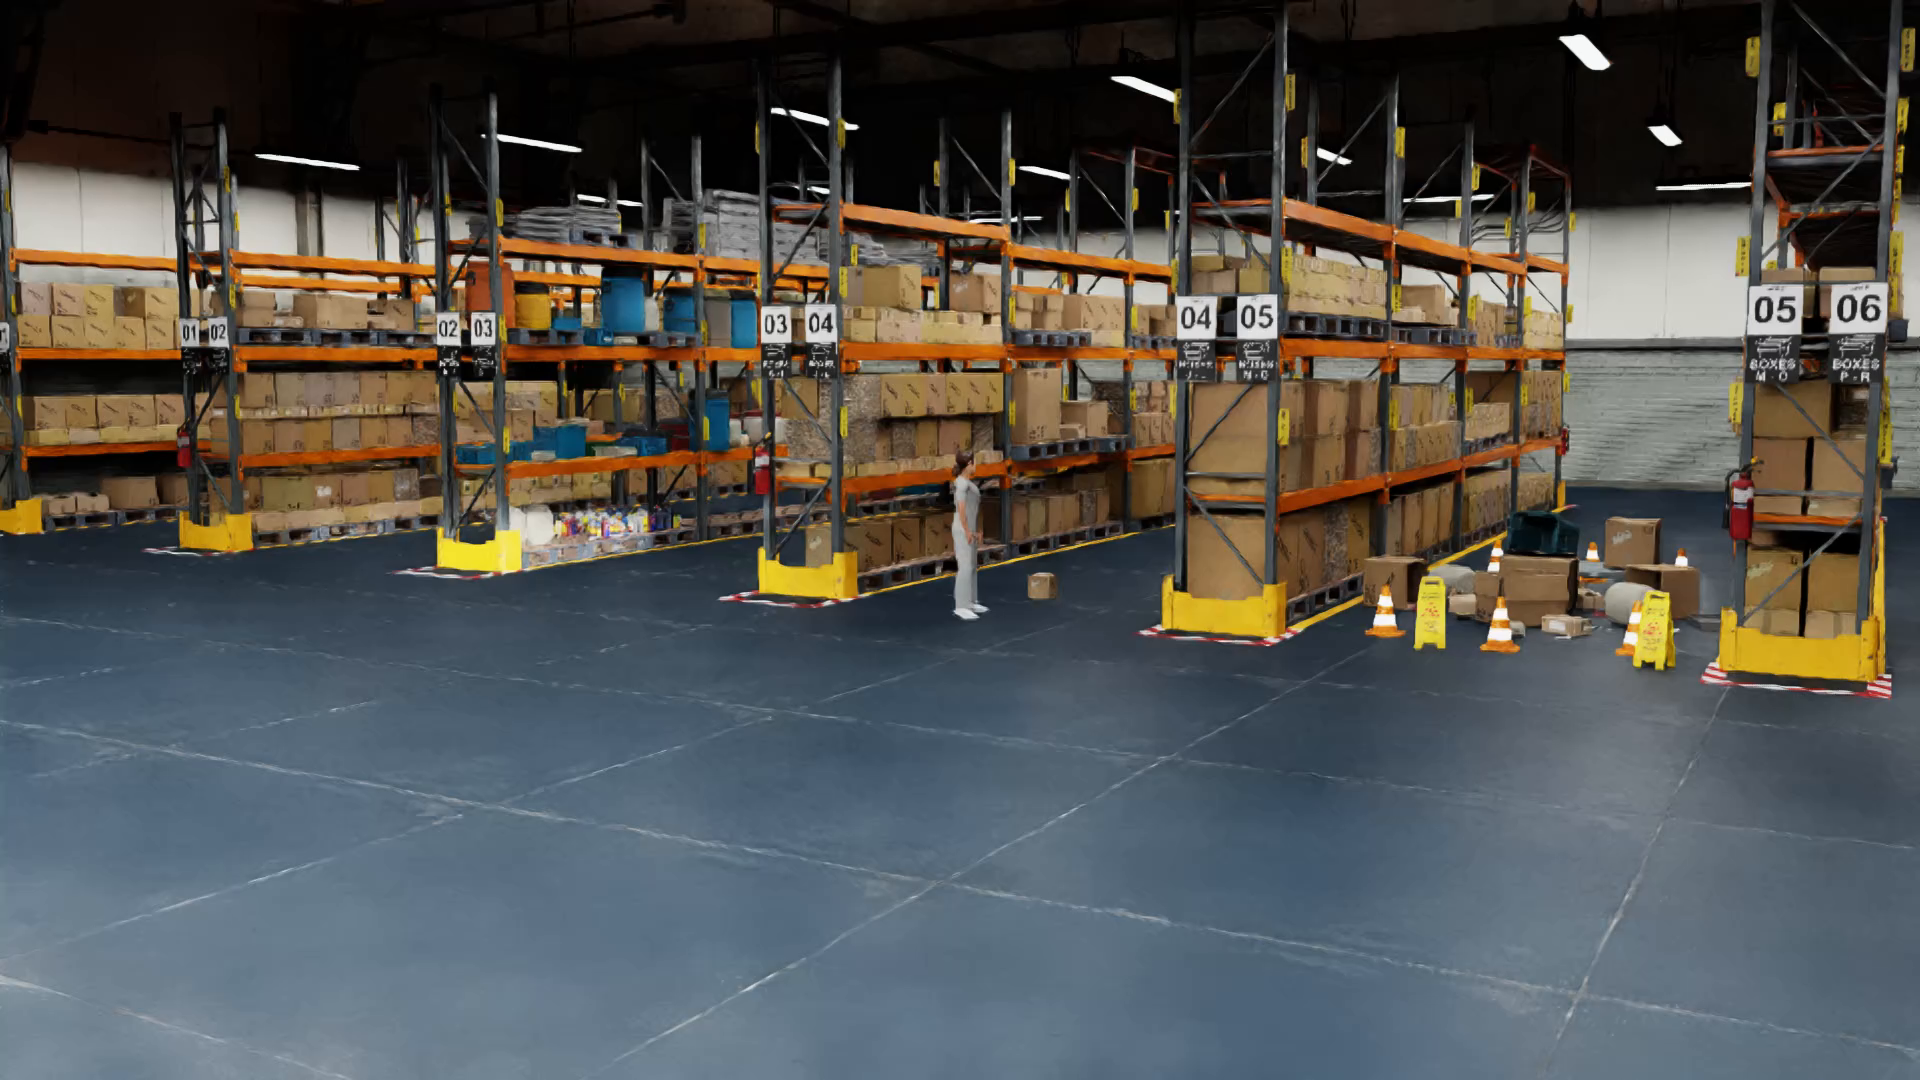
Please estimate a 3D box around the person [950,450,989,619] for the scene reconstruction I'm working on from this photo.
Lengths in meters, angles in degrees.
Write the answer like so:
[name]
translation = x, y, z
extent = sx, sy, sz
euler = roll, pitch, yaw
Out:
[person]
translation = 0.089, -0.058, 16.935
extent = 0.404, 1.714, 0.486
euler = 1, 6, 6
